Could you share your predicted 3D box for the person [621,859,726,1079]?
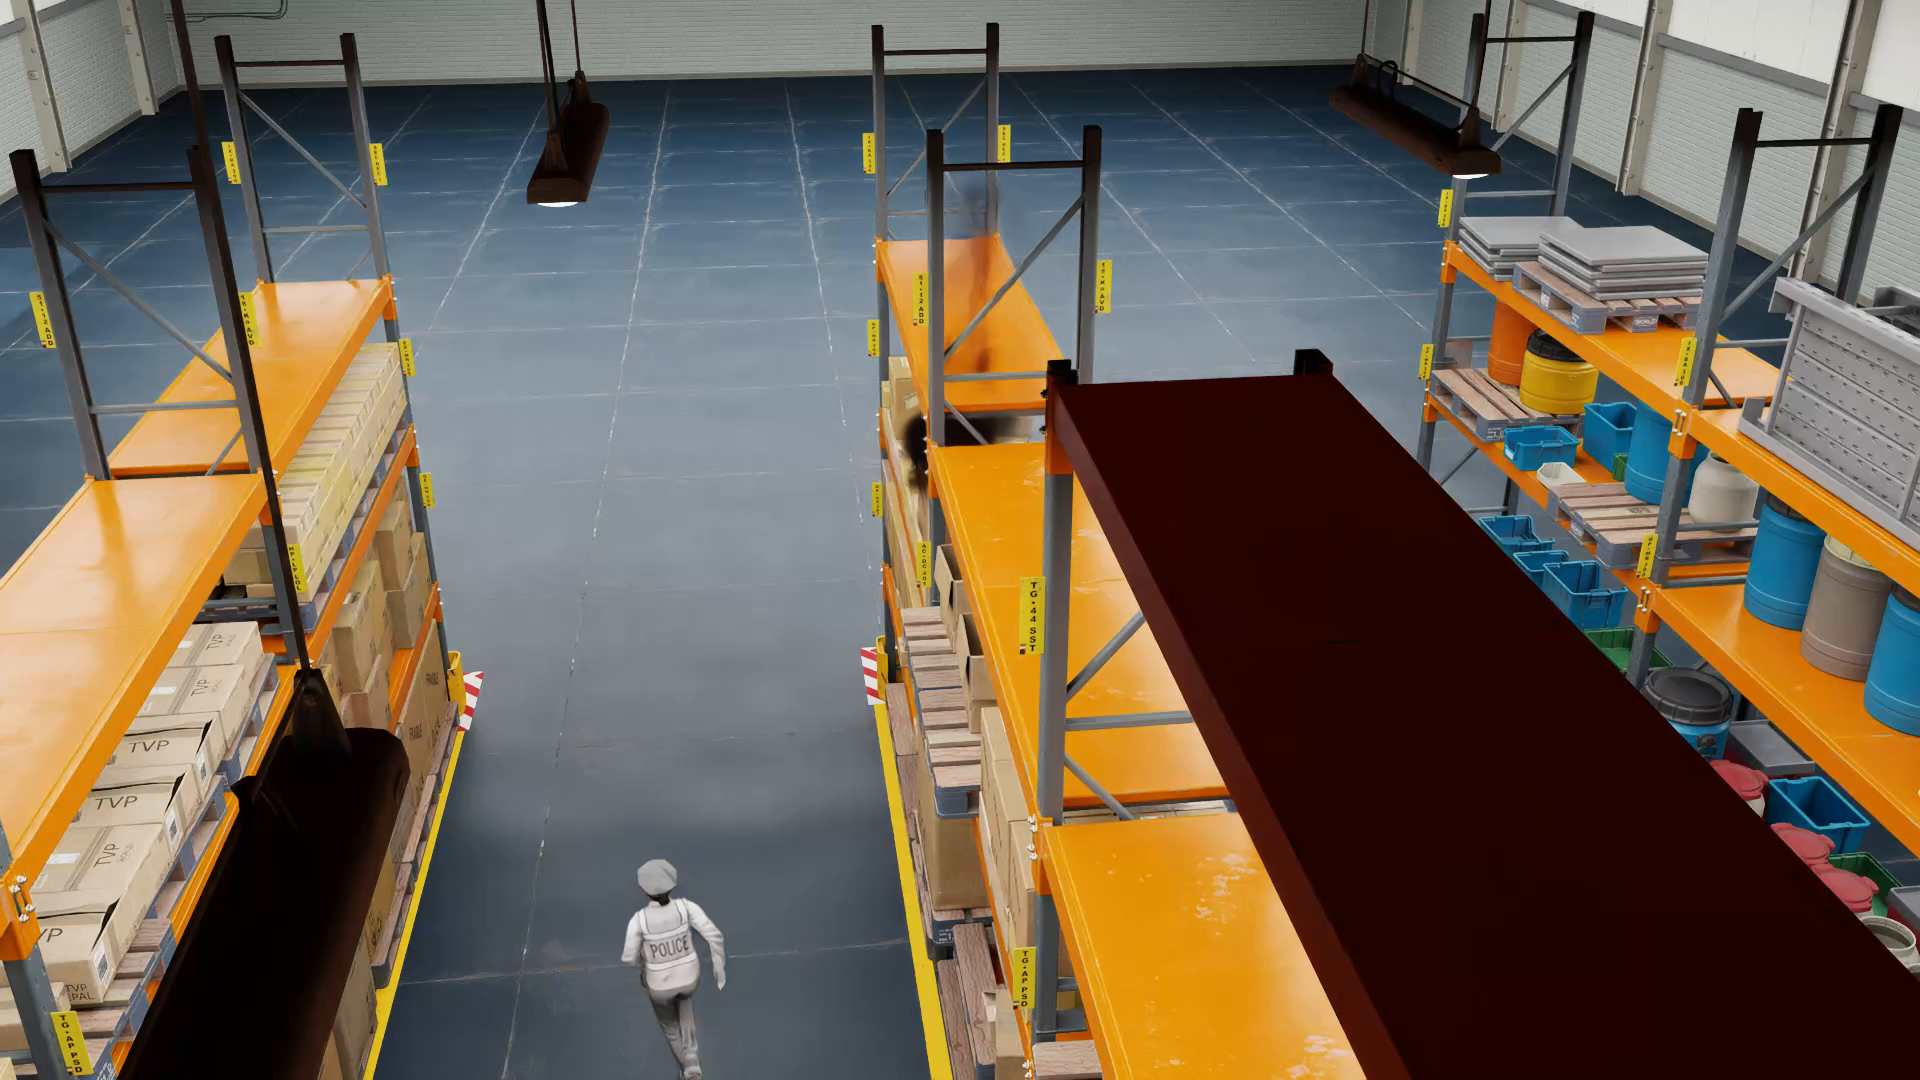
[{"bbox_3d":[-1.862,2.801,10.742,0.616,1.625,0.560,-12,28,-24],"label":"person"}]
